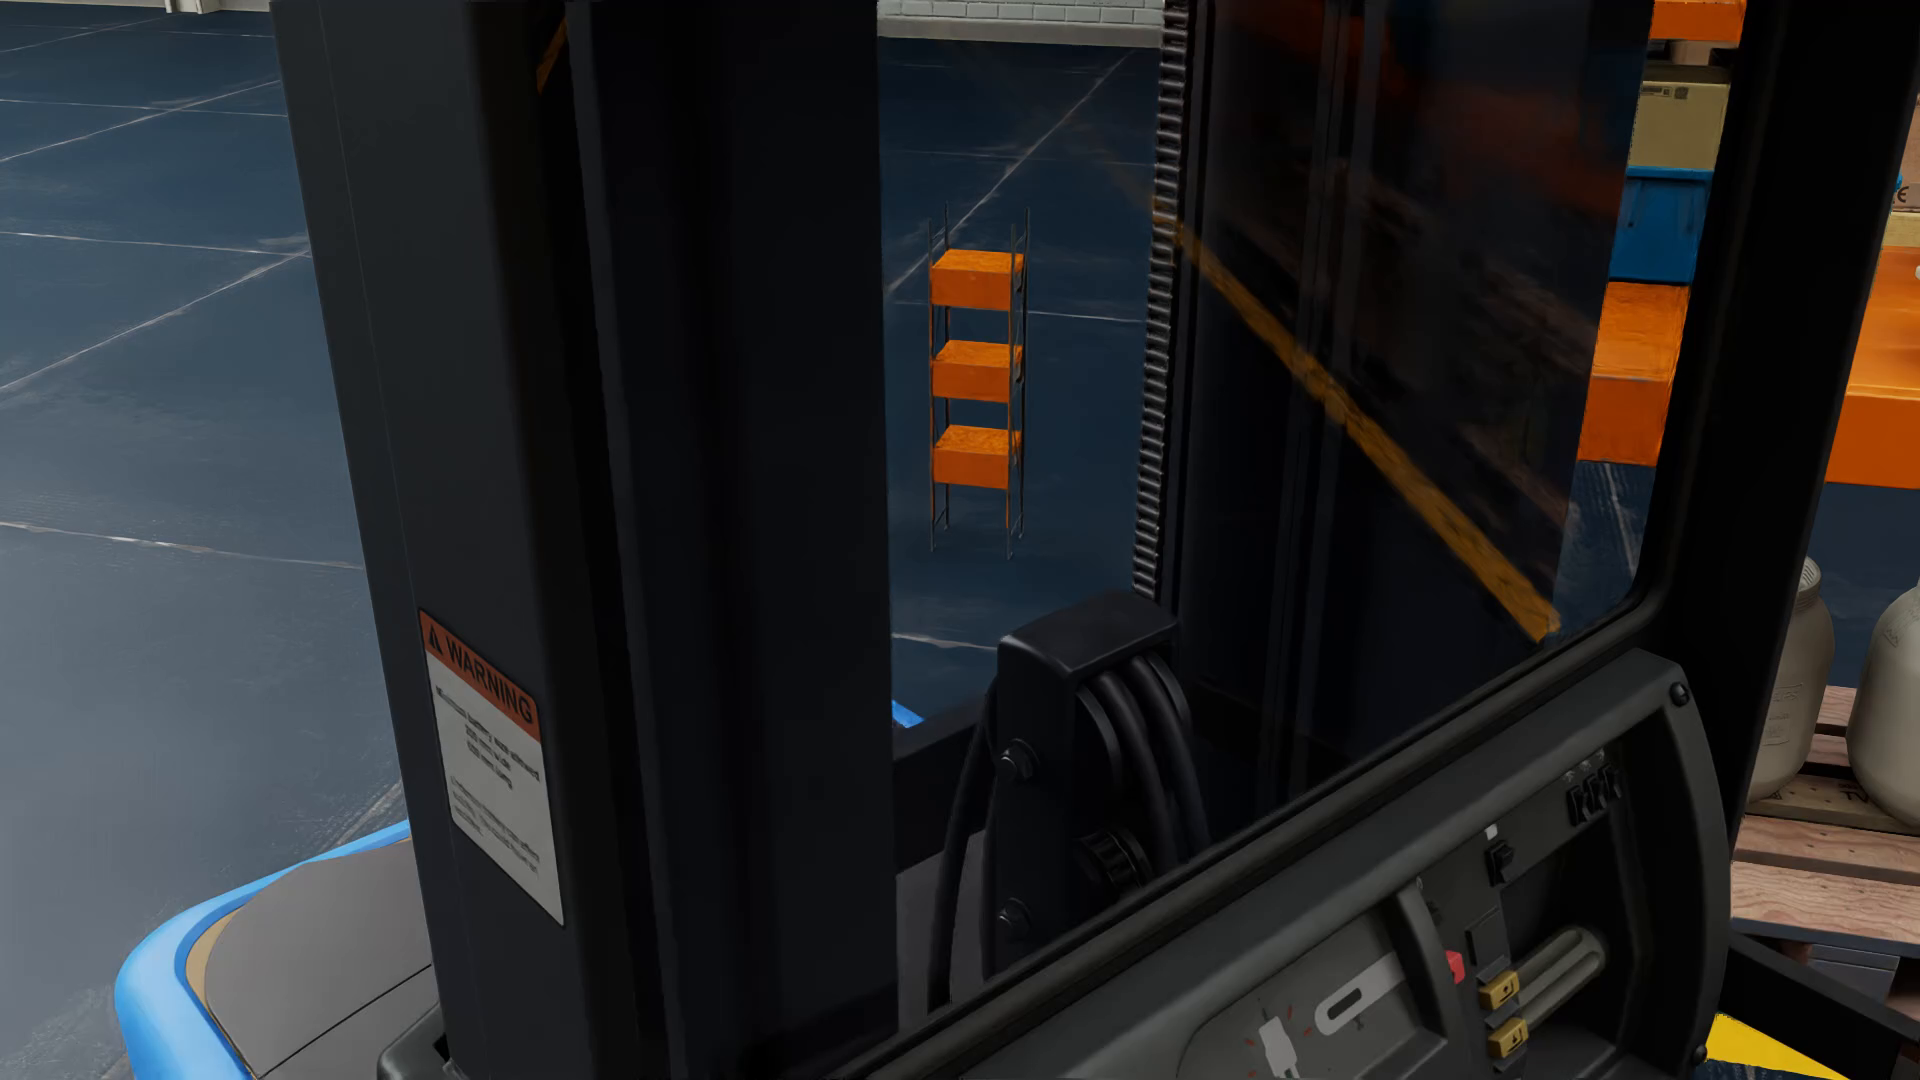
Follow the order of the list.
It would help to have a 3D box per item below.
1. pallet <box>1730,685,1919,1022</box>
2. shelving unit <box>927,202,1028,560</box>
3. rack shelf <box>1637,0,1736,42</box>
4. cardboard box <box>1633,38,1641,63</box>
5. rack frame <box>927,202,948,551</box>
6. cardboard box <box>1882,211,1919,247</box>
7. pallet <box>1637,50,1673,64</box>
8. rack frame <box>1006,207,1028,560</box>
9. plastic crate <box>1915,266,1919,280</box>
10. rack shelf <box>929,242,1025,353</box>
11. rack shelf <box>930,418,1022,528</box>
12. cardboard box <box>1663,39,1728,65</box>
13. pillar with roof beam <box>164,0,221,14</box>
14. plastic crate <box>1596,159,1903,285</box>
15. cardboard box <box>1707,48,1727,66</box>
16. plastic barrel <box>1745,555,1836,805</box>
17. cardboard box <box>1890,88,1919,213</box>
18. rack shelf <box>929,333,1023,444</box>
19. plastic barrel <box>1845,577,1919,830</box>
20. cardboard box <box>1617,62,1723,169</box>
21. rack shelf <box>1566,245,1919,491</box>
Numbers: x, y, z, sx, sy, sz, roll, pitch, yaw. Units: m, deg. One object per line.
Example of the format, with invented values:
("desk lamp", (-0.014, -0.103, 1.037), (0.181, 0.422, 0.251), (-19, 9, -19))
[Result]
("pallet", (1.848, 0.639, 3.661), (1.213, 0.211, 1.003), (6, 26, 13))
("shelving unit", (0.052, -0.468, 5.012), (0.252, 1.050, 0.215), (6, 26, 13))
("rack shelf", (4.152, -2.220, 7.261), (4.000, 0.370, 1.077), (6, 26, 13))
("cardboard box", (4.645, -3.634, 12.009), (0.500, 0.311, 0.500), (9, 27, 17))
("rack frame", (-0.066, -0.481, 5.040), (0.008, 1.050, 0.200), (6, 26, 13))
("cardboard box", (4.131, -1.396, 7.403), (0.500, 0.250, 0.500), (6, 26, 13))
("pallet", (5.474, -3.321, 11.981), (1.213, 0.211, 1.003), (6, 26, 13))
("rack frame", (0.170, -0.455, 4.985), (0.008, 1.050, 0.200), (6, 26, 13))
("plastic crate", (1.764, -0.349, 2.799), (0.250, 0.136, 0.298), (6, 26, 13))
("rack shelf", (0.052, -0.715, 4.895), (0.240, 0.259, 0.215), (6, 26, 13))
("rack shelf", (0.052, -0.208, 5.136), (0.240, 0.259, 0.215), (6, 26, 13))
("cardboard box", (5.343, -3.620, 11.760), (0.500, 0.500, 0.700), (5, 26, 10))
("pillar with roof beam", (-8.356, -7.308, 10.132), (0.400, 9.000, 9.100), (6, 26, 13))
("plastic crate", (1.537, -0.701, 3.406), (0.616, 0.251, 0.499), (6, 26, 13))
("cardboard box", (3.780, -2.011, 7.823), (0.500, 0.500, 0.500), (6, 26, 13))
("plastic barrel", (1.634, 0.275, 3.589), (0.421, 0.512, 0.421), (0, 25, 0))
("cardboard box", (4.131, -1.734, 7.241), (0.500, 0.500, 0.500), (6, 26, 13))
("rack shelf", (0.052, -0.459, 5.017), (0.240, 0.259, 0.215), (6, 26, 13))
("plastic barrel", (2.119, 0.329, 3.476), (0.421, 0.512, 0.421), (0, 25, 0))
("cardboard box", (3.163, -1.843, 7.470), (0.500, 0.500, 0.500), (6, 26, 13))
("rack shelf", (2.914, -0.158, 2.930), (4.000, 0.370, 1.077), (6, 26, 13))
